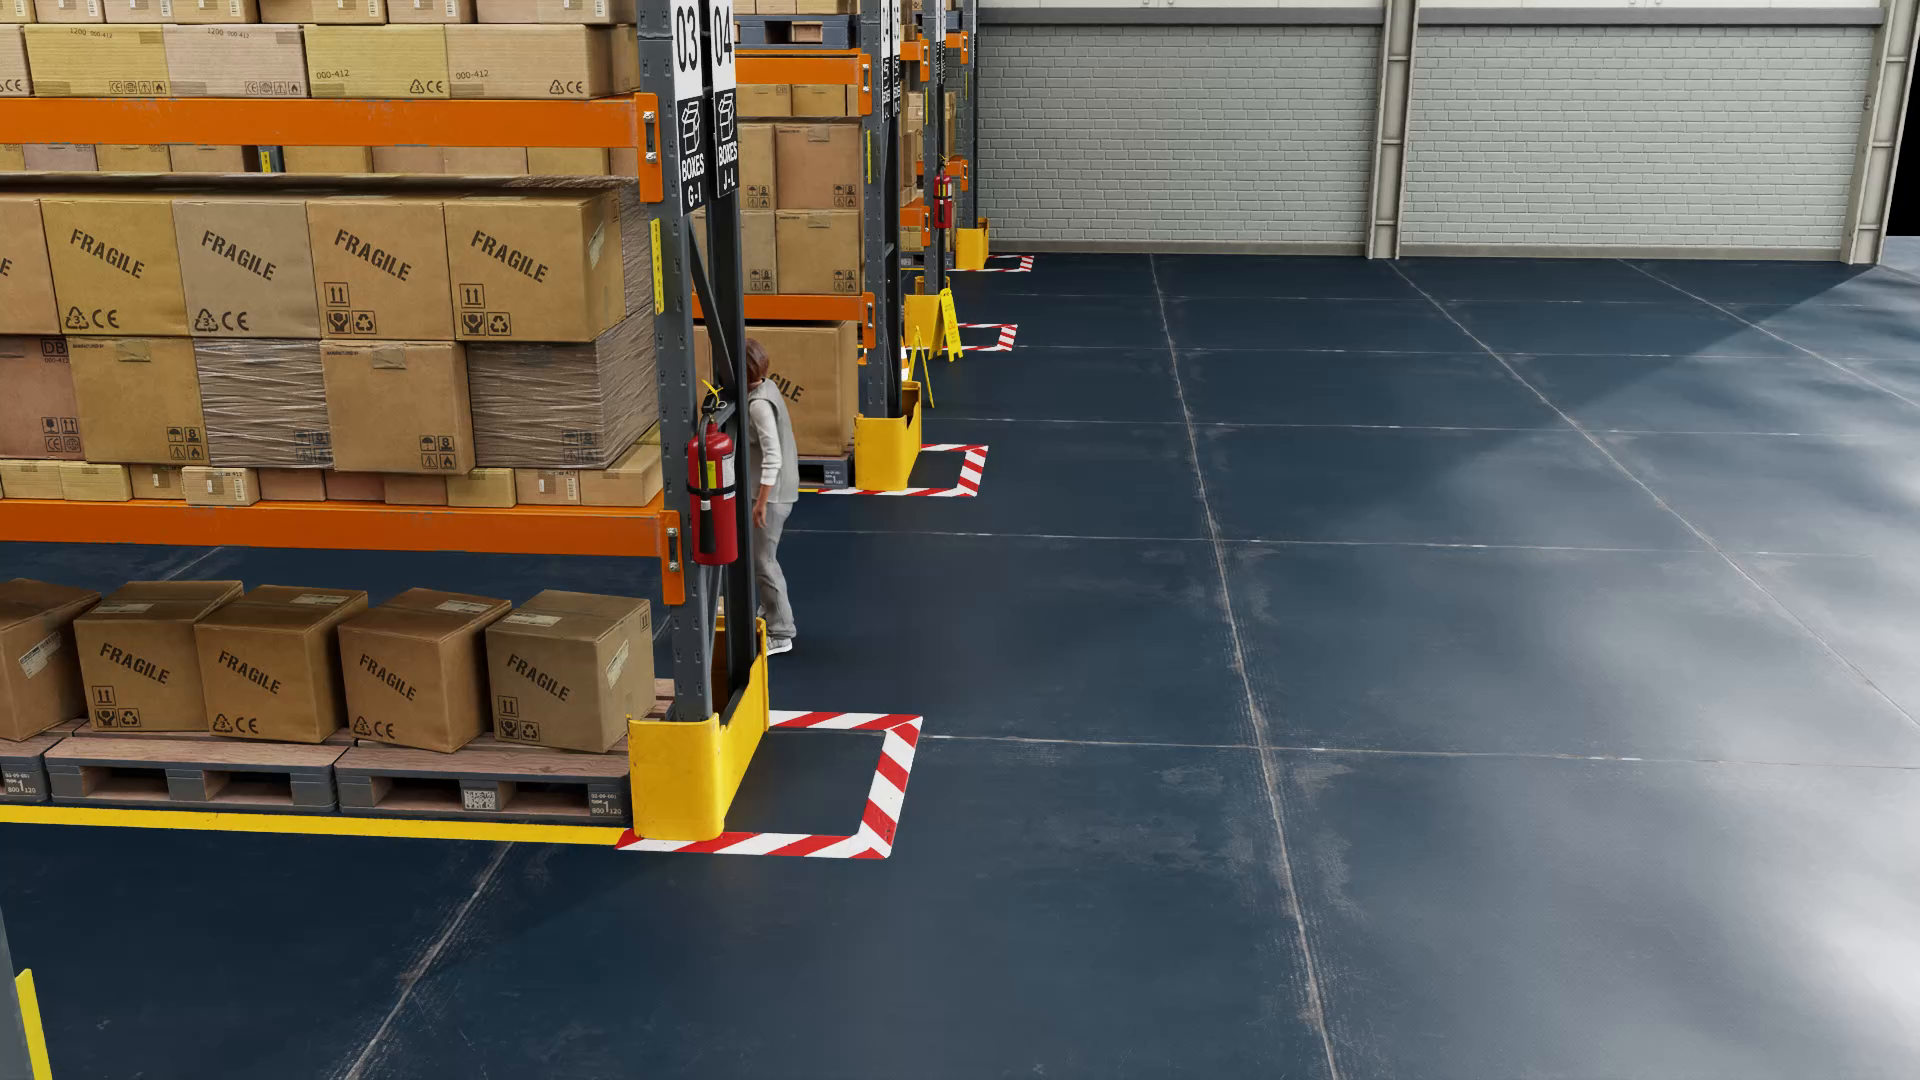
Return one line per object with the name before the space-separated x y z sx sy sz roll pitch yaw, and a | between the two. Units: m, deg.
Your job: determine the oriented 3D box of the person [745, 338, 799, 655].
person | -0.976 -0.217 8.244 0.346 1.593 0.465 -4 18 -11
